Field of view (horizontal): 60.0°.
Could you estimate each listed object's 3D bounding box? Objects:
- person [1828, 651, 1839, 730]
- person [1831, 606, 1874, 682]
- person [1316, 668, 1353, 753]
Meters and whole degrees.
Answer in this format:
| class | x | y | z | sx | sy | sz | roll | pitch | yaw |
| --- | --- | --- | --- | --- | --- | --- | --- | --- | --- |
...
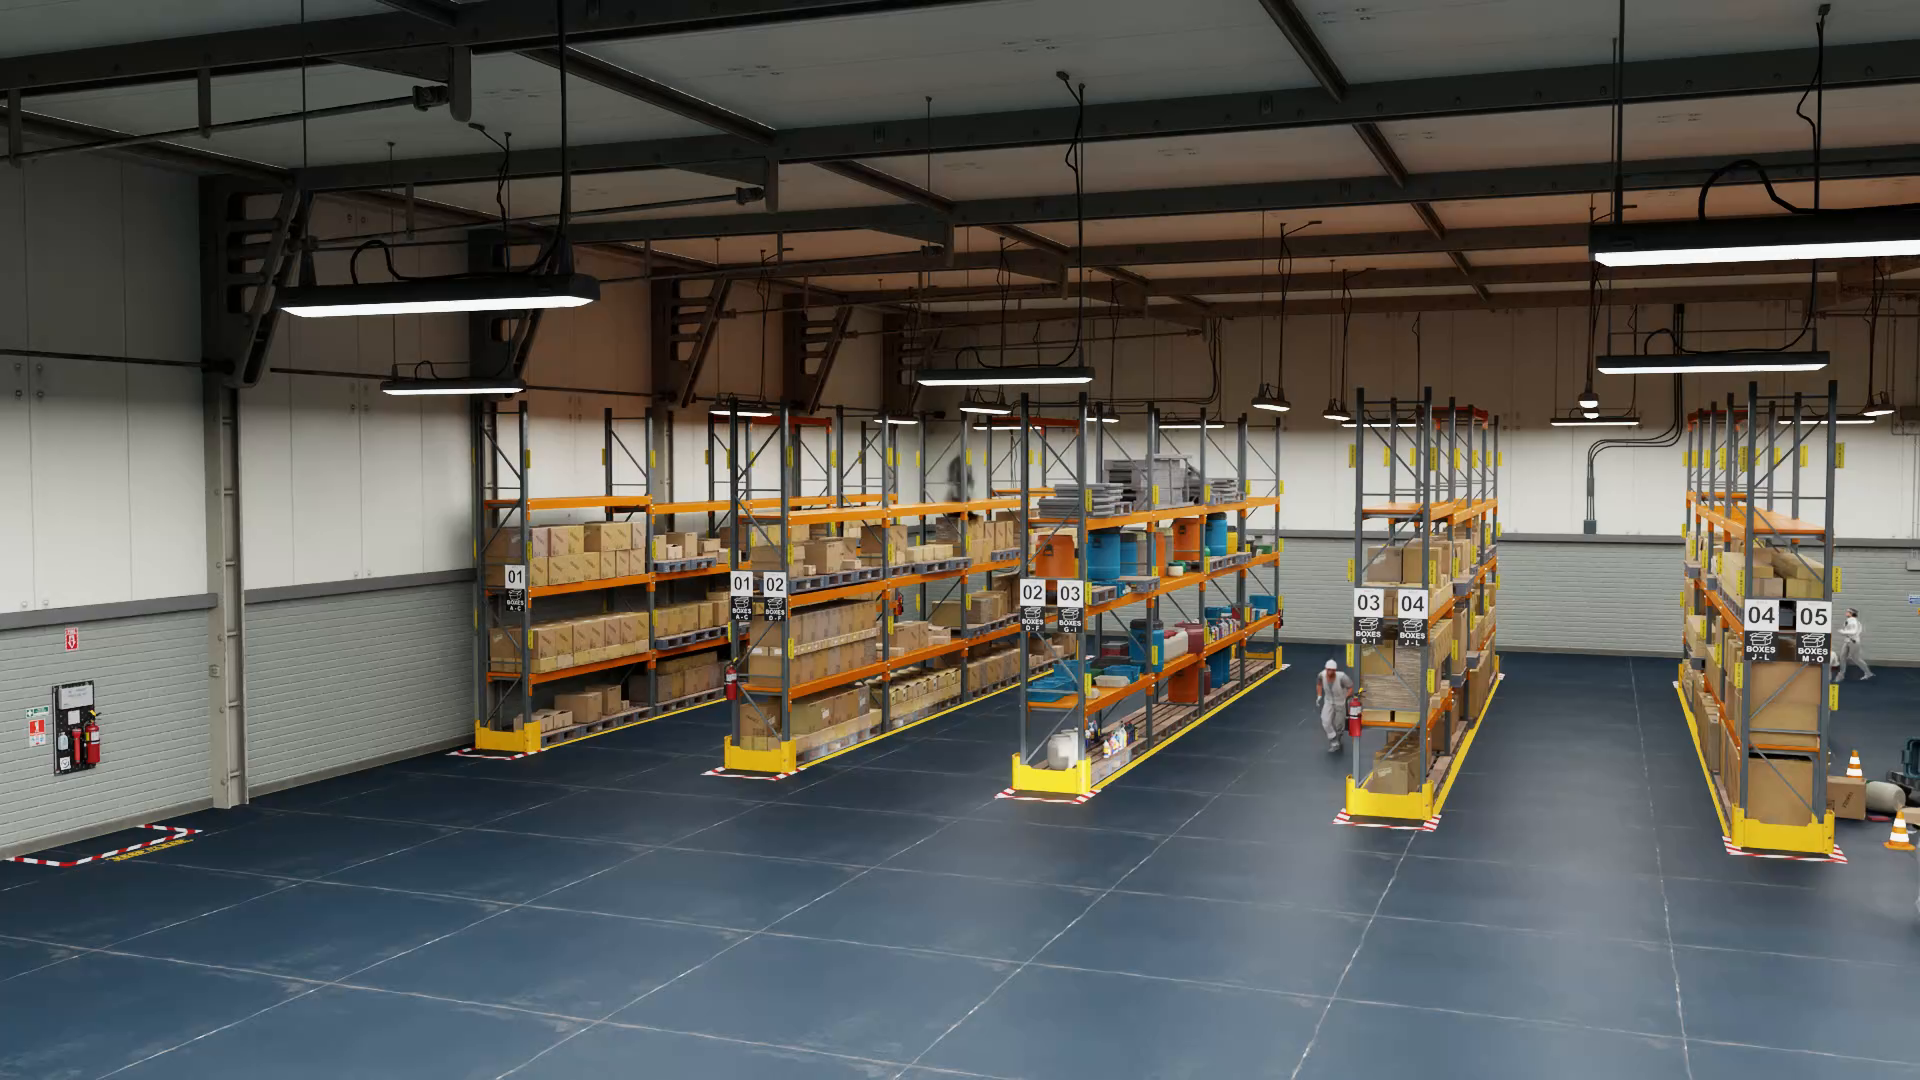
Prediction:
| class | x | y | z | sx | sy | sz | roll | pitch | yaw |
| --- | --- | --- | --- | --- | --- | --- | --- | --- | --- |
| person | 15.739 | 2.607 | 30.468 | 0.688 | 1.781 | 0.950 | 1 | 3 | 16 |
| person | 20.020 | 2.345 | 37.264 | 0.846 | 1.734 | 0.419 | 1 | 3 | 14 |
| person | 6.486 | 2.846 | 28.606 | 0.663 | 1.573 | 1.038 | 1 | 3 | 28 |
